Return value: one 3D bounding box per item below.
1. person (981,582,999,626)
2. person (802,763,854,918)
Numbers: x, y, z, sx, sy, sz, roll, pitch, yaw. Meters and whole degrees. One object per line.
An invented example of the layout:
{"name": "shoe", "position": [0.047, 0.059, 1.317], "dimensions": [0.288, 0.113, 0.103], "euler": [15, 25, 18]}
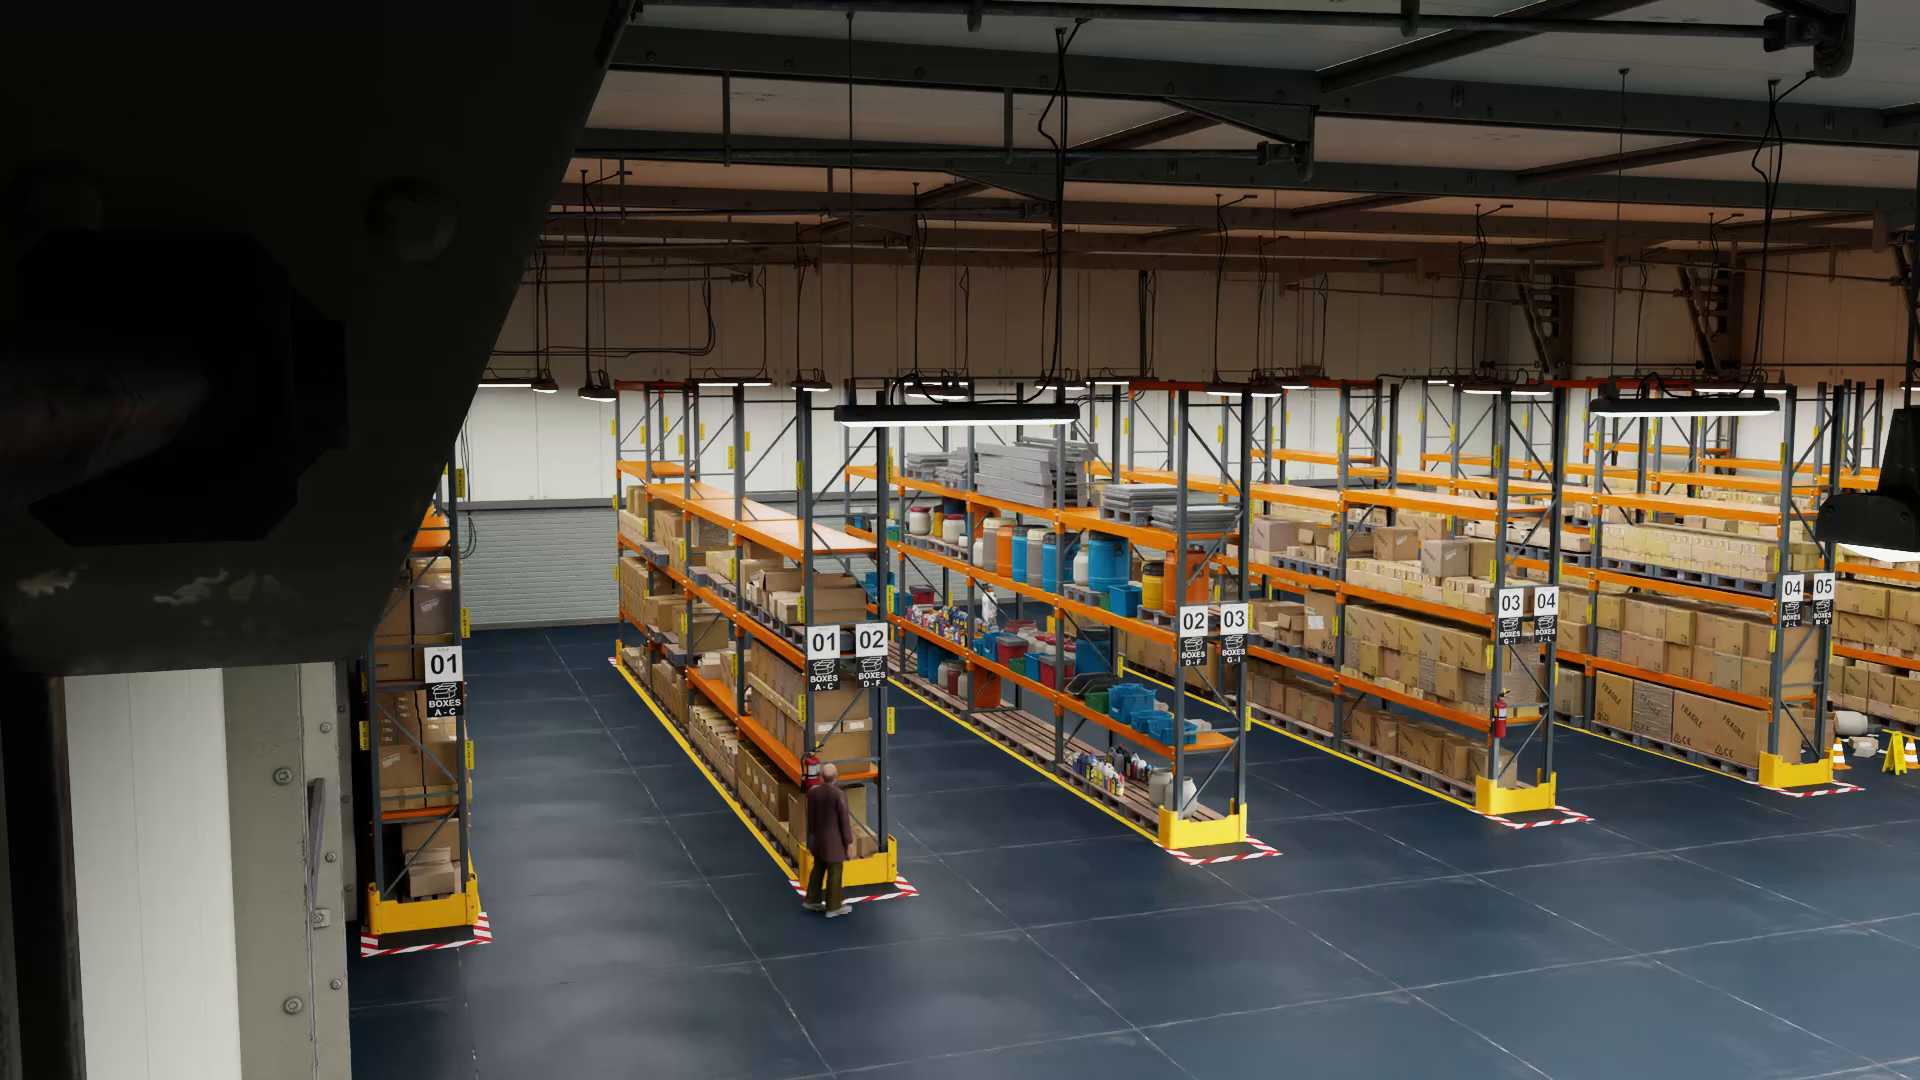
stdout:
{"name": "person", "position": [0.613, 1.700, 35.923], "dimensions": [0.397, 1.687, 0.534], "euler": [3, 7, 25]}
{"name": "person", "position": [-1.468, 3.449, 19.112], "dimensions": [0.454, 1.821, 0.649], "euler": [-6, 8, -42]}
